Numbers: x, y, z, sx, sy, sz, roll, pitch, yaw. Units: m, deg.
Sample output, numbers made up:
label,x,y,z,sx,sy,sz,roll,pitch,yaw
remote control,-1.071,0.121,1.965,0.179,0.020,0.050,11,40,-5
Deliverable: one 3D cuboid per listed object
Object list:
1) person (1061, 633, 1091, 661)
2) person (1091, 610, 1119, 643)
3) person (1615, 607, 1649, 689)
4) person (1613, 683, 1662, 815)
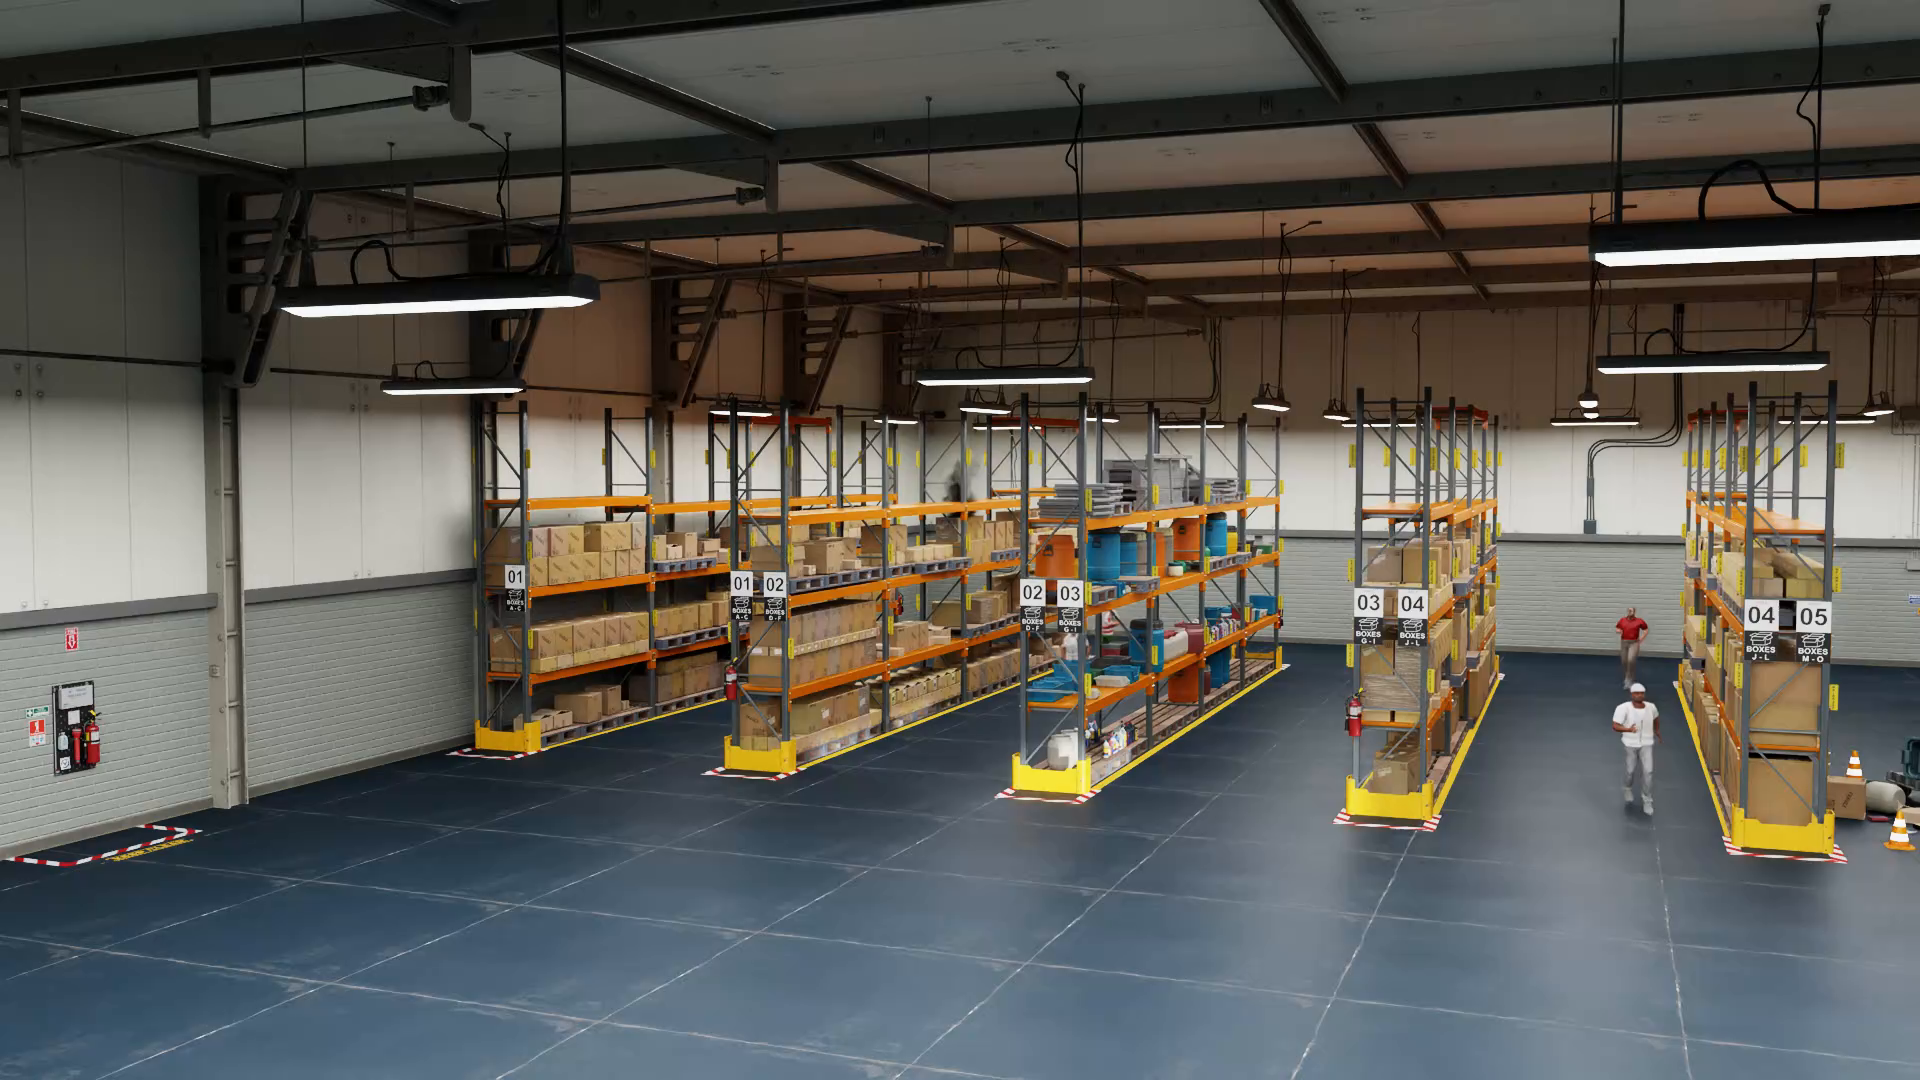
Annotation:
label,x,y,z,sx,sy,sz,roll,pitch,yaw
person,2.376,2.503,34.402,0.608,1.659,0.557,1,3,18
person,3.340,2.207,38.411,0.652,1.784,0.986,1,3,17
person,14.706,2.357,36.558,0.761,1.781,0.662,-3,4,-43
person,9.668,2.939,23.738,0.689,1.796,0.928,1,3,10
